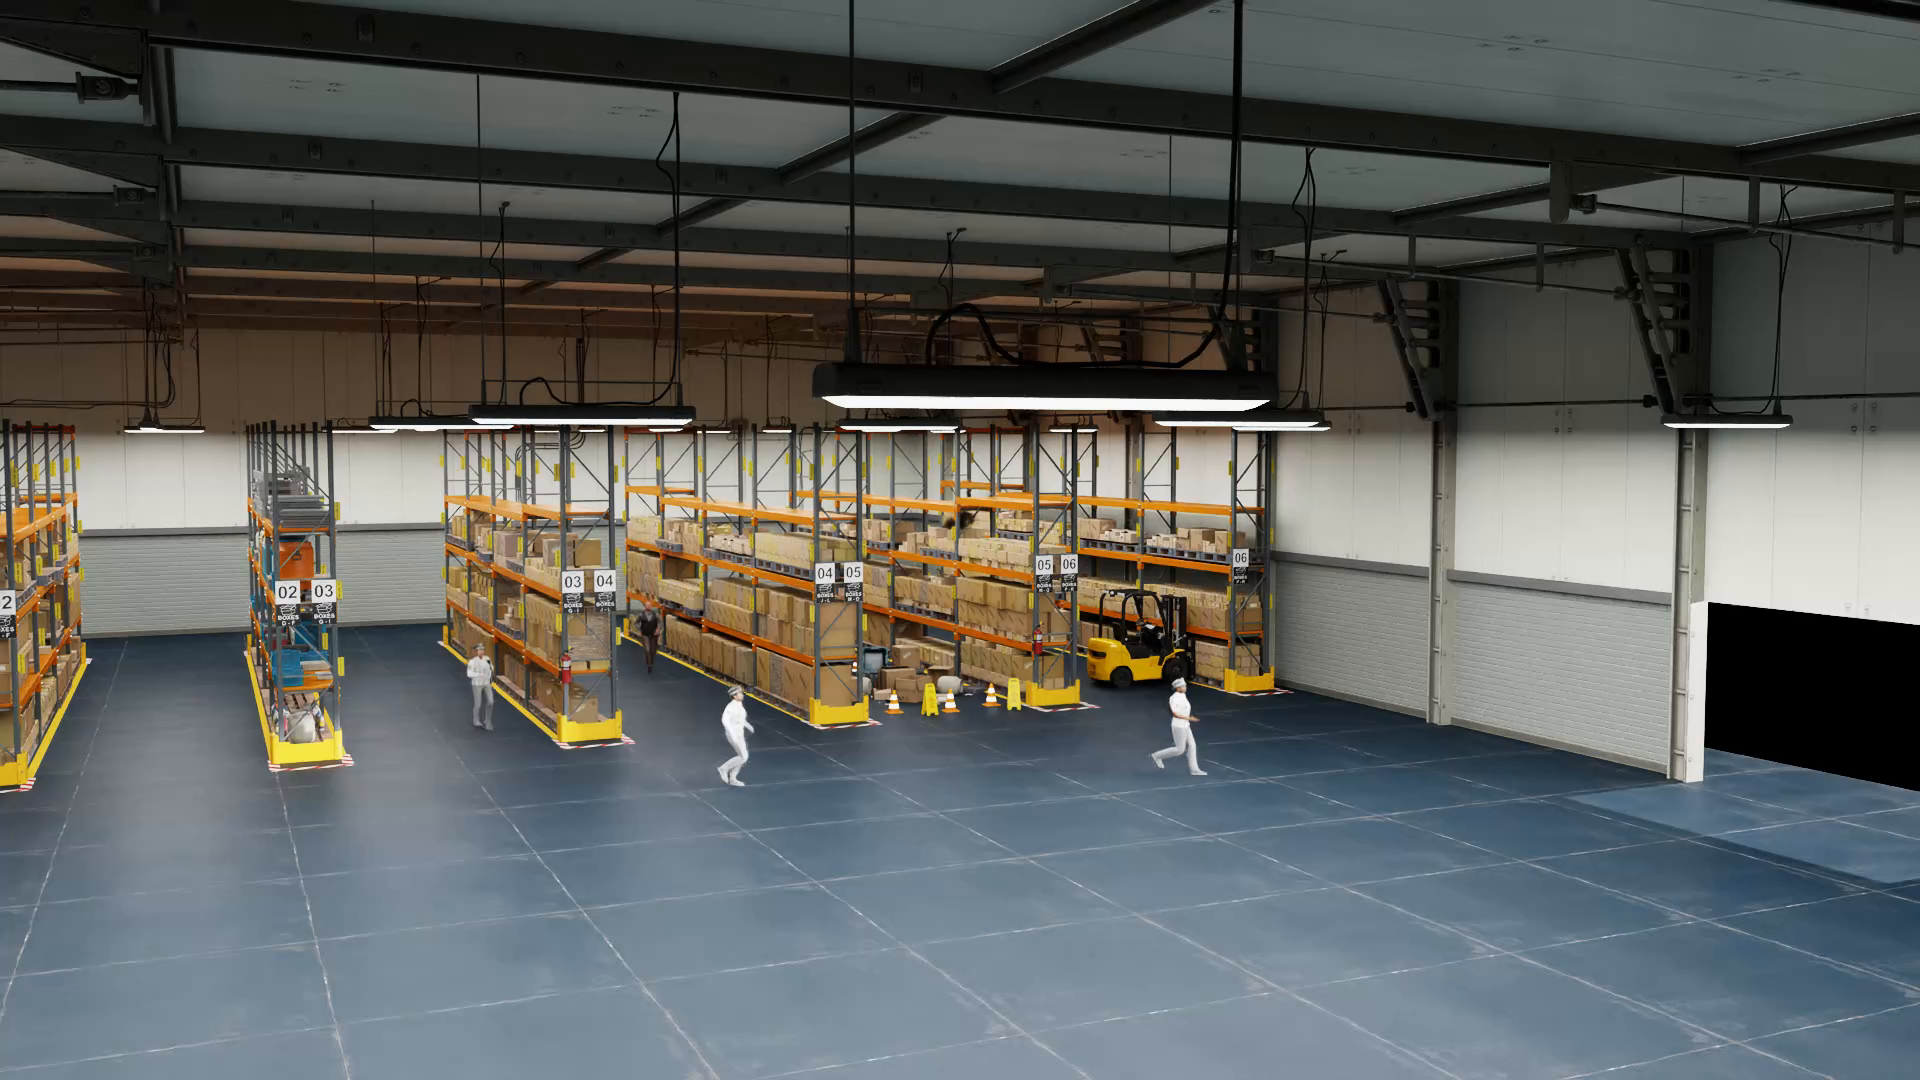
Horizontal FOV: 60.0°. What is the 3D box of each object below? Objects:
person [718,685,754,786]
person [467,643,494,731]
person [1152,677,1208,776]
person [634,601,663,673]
[{"bbox_3d":[-3.674,3.196,27.253,0.544,1.660,0.634,0,4,5],"label":"person"},{"bbox_3d":[-9.316,2.863,32.390,0.590,1.740,0.726,-2,4,-35],"label":"person"},{"bbox_3d":[3.710,3.135,27.989,0.934,1.666,0.595,1,4,15],"label":"person"},{"bbox_3d":[-7.582,2.343,40.509,0.673,1.702,0.772,-1,4,-20],"label":"person"}]
